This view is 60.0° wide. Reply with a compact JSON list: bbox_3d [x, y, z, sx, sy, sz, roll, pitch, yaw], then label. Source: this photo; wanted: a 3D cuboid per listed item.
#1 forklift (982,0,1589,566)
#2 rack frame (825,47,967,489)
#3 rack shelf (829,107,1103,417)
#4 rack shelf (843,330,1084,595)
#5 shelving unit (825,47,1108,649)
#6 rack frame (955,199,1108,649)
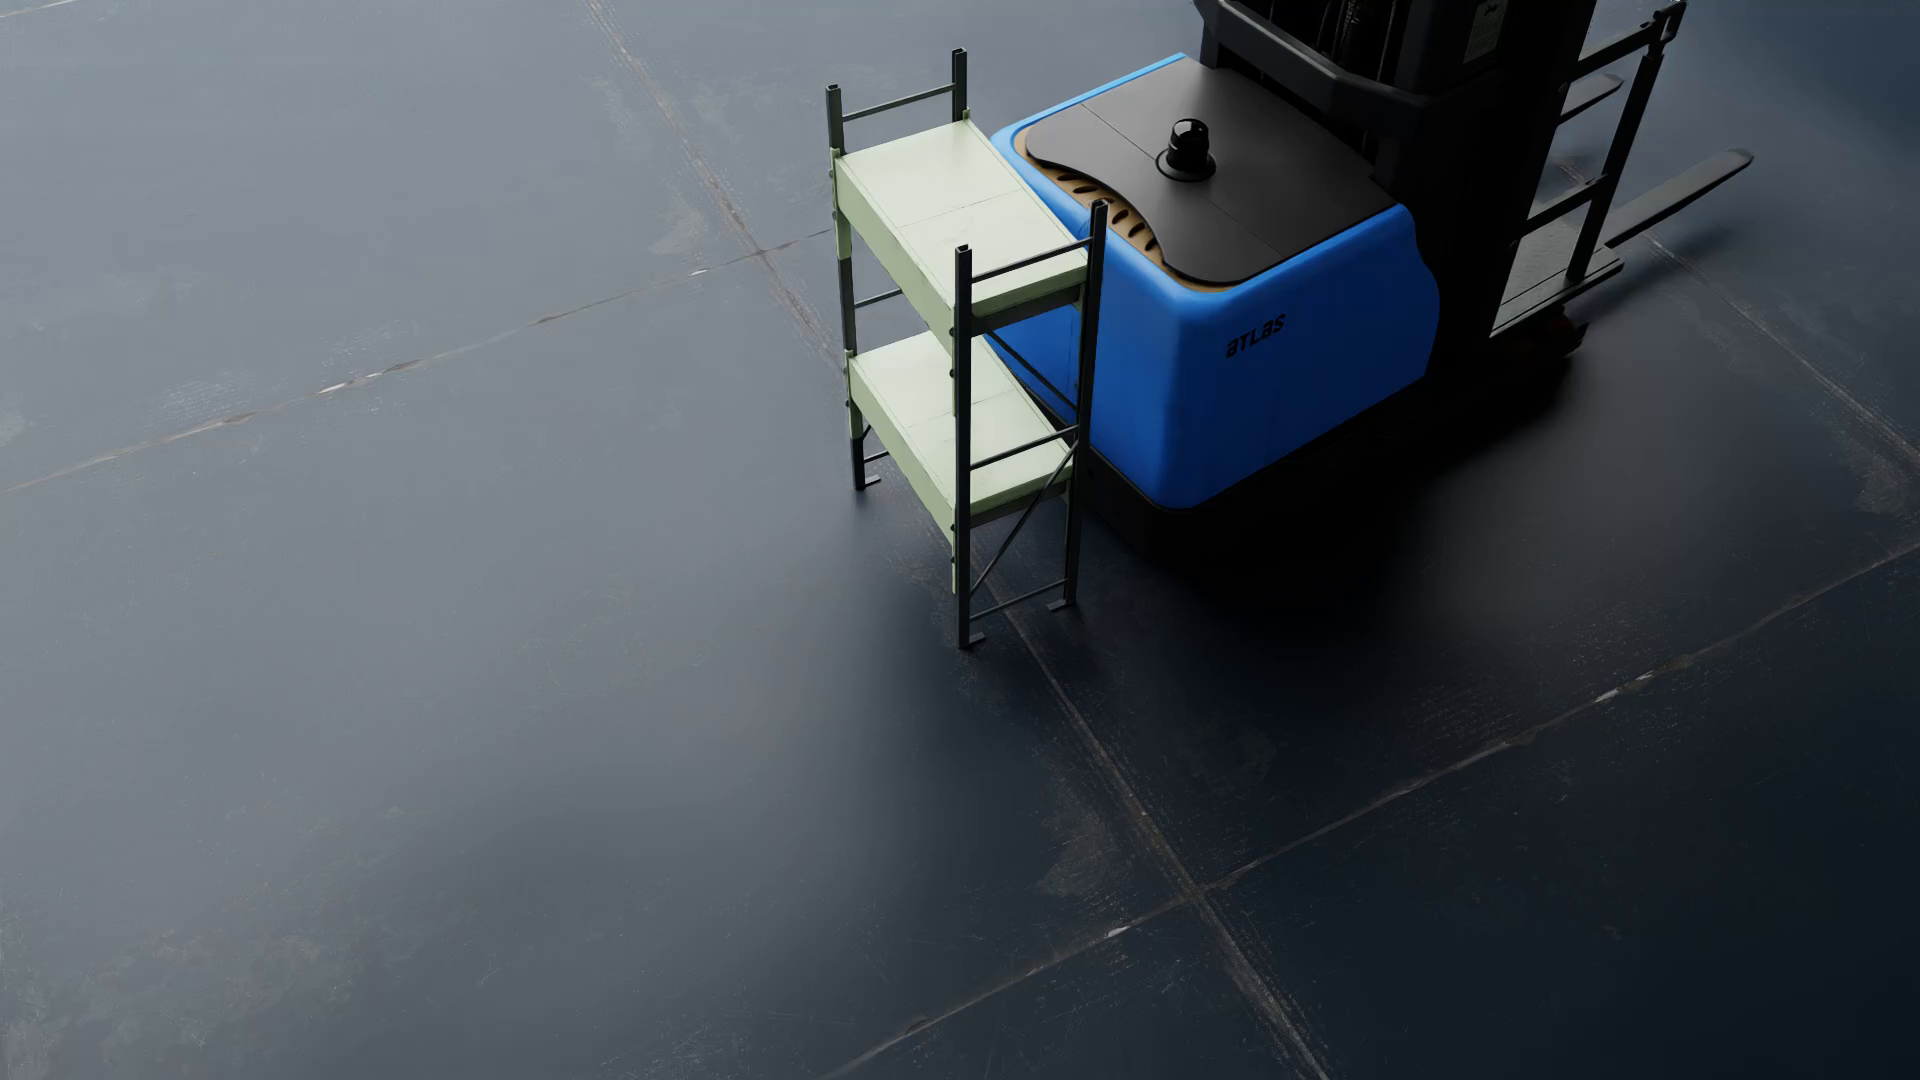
[{"bbox_3d":[1.546,-1.793,4.871,3.031,2.935,1.130,-29,55,-23],"label":"forklift"},{"bbox_3d":[-0.164,-0.734,4.896,0.400,1.500,0.023,-21,52,-18],"label":"rack frame"},{"bbox_3d":[0.003,-0.746,4.388,0.431,0.370,0.720,-21,52,-18],"label":"rack shelf"},{"bbox_3d":[0.003,-0.275,4.927,0.431,0.370,0.720,-21,52,-18],"label":"rack shelf"},{"bbox_3d":[0.003,-0.489,4.682,0.431,1.500,0.755,-21,52,-18],"label":"shelving unit"},{"bbox_3d":[0.171,-0.244,4.467,0.400,1.500,0.023,-21,52,-18],"label":"rack frame"}]
